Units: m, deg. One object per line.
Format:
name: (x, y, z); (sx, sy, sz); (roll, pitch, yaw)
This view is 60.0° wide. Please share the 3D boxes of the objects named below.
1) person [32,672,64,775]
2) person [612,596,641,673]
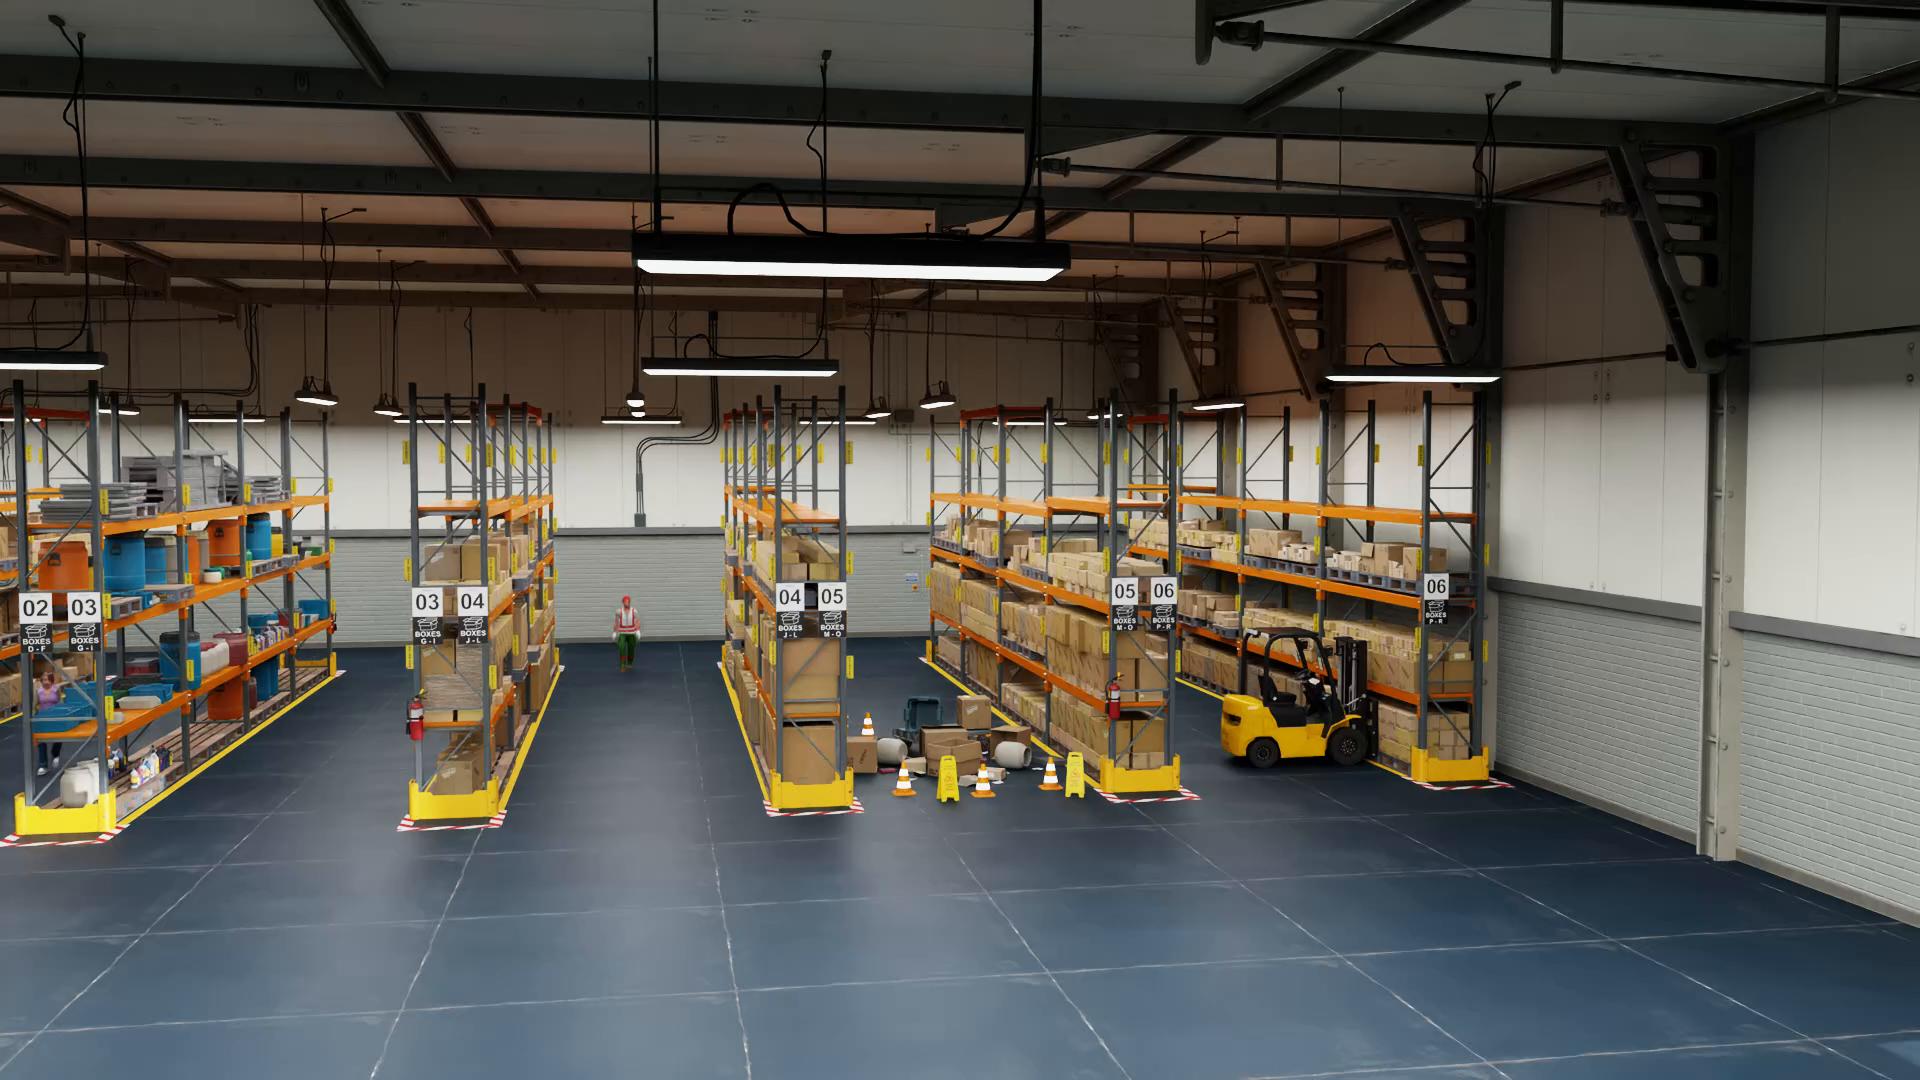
person: (-14.367, 2.872, 26.204); (0.485, 1.604, 0.540); (-1, 3, -23)
person: (-7.695, 2.159, 38.352); (0.656, 1.739, 0.965); (0, 3, -9)
